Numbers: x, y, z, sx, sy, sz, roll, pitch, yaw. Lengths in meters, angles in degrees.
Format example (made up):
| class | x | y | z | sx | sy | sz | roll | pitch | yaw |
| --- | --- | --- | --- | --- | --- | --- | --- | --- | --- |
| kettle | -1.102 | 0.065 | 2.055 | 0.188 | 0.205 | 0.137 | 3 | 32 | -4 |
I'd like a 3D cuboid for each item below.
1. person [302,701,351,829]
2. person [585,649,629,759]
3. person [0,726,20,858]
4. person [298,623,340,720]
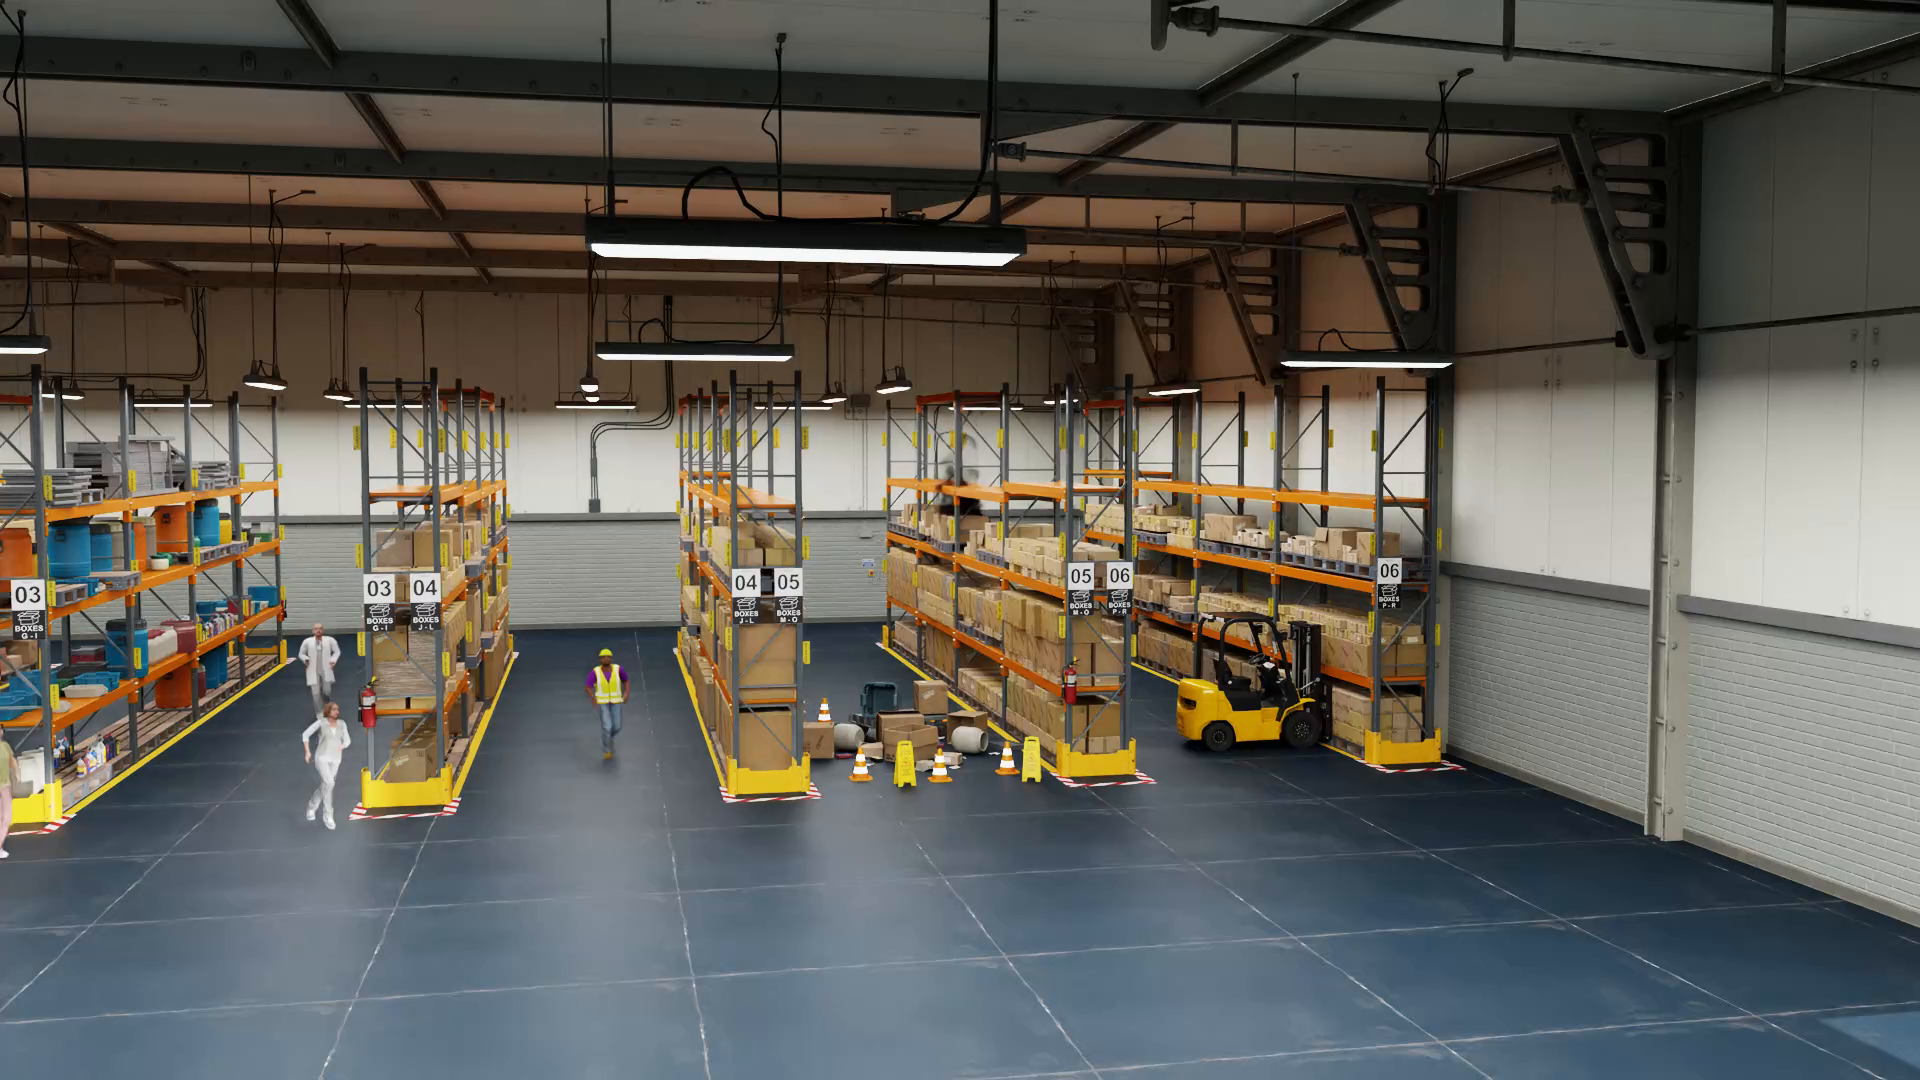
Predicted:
| class | x | y | z | sx | sy | sz | roll | pitch | yaw |
| --- | --- | --- | --- | --- | --- | --- | --- | --- | --- |
| person | -8.227 | 2.909 | 21.719 | 0.752 | 1.585 | 0.538 | 3 | 5 | 42 |
| person | -5.568 | 2.580 | 26.310 | 0.698 | 1.728 | 0.546 | -1 | 4 | -20 |
| person | -11.691 | 2.998 | 20.081 | 0.544 | 1.635 | 0.581 | 2 | 4 | 26 |
| person | -11.478 | 2.357 | 29.808 | 0.703 | 1.728 | 0.654 | -1 | 4 | -21 |
